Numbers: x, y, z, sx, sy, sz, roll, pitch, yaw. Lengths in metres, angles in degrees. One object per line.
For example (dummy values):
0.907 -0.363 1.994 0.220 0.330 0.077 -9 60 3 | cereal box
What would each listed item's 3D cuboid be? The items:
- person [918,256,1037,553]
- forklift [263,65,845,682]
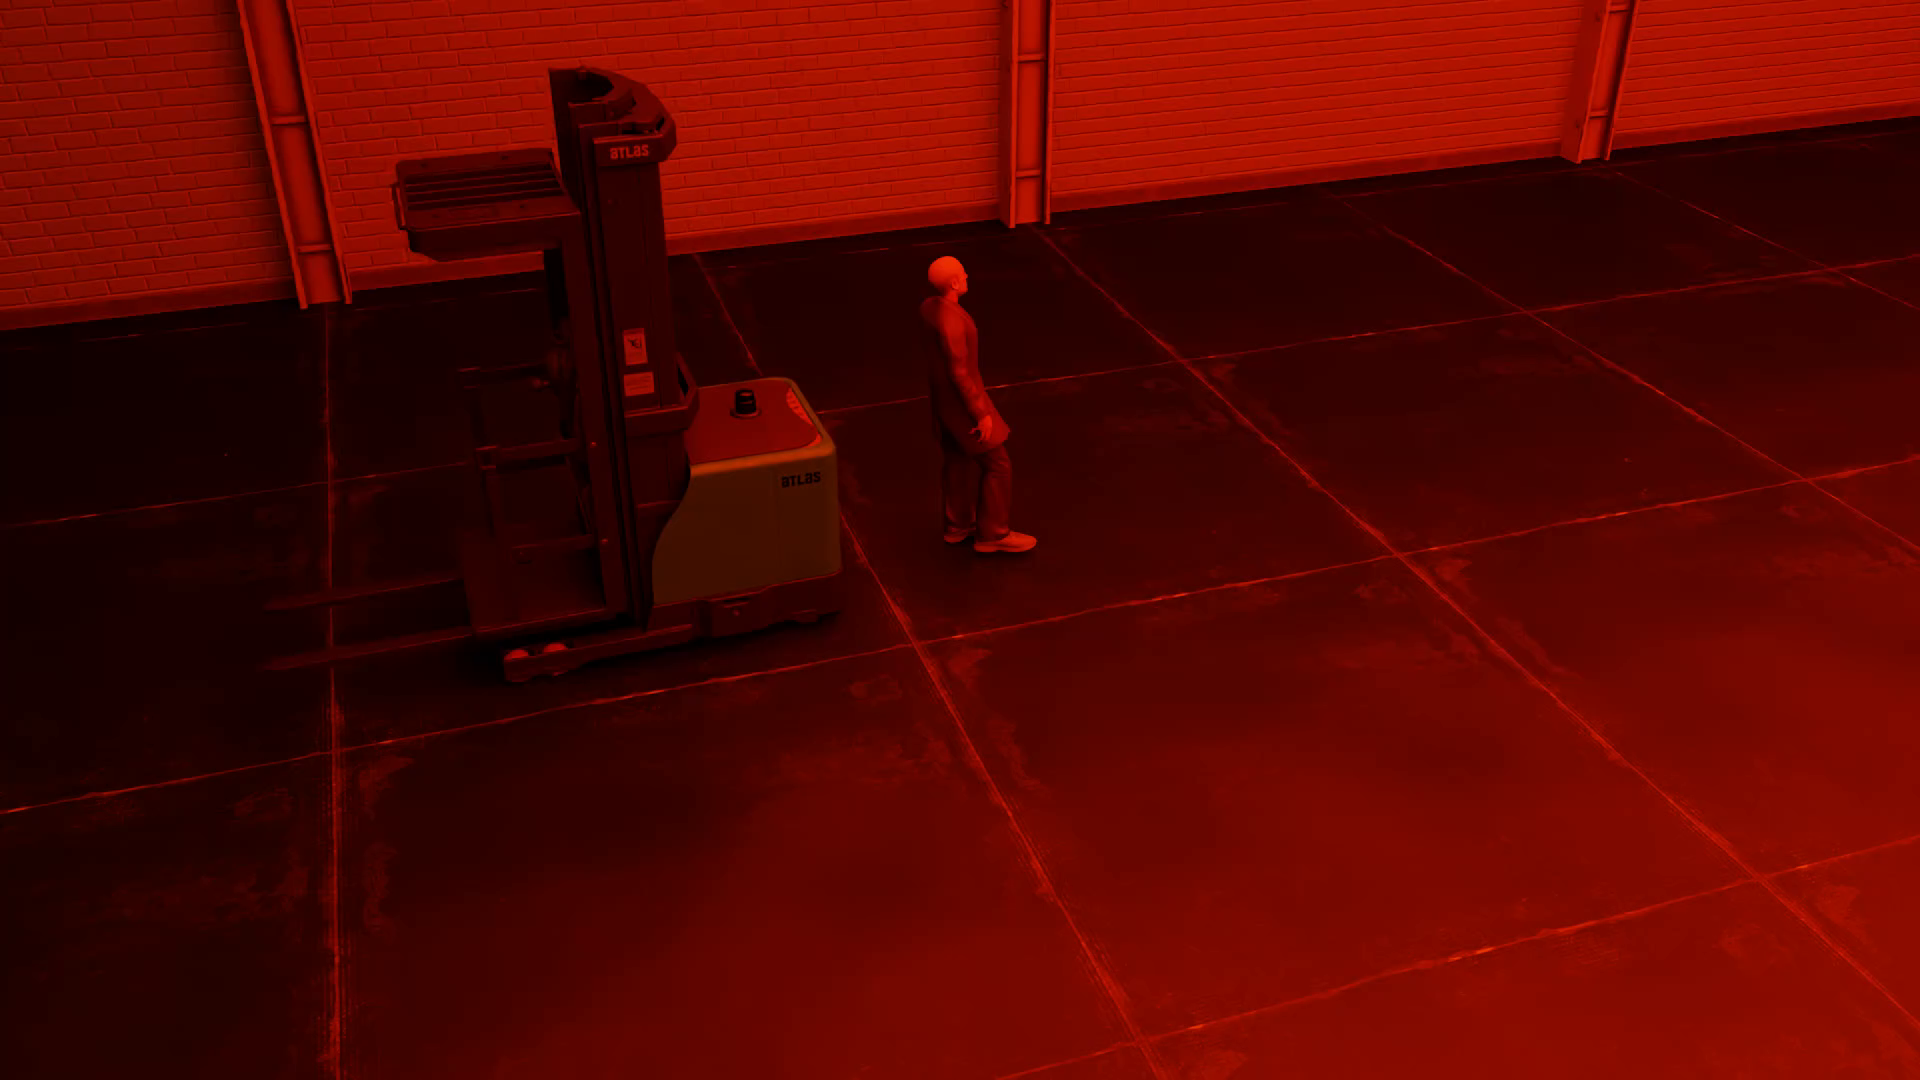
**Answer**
0.089 -0.790 9.601 0.580 1.778 0.696 -10 31 -16 | person
-2.214 -0.821 8.513 3.031 2.935 1.130 -10 31 -17 | forklift
